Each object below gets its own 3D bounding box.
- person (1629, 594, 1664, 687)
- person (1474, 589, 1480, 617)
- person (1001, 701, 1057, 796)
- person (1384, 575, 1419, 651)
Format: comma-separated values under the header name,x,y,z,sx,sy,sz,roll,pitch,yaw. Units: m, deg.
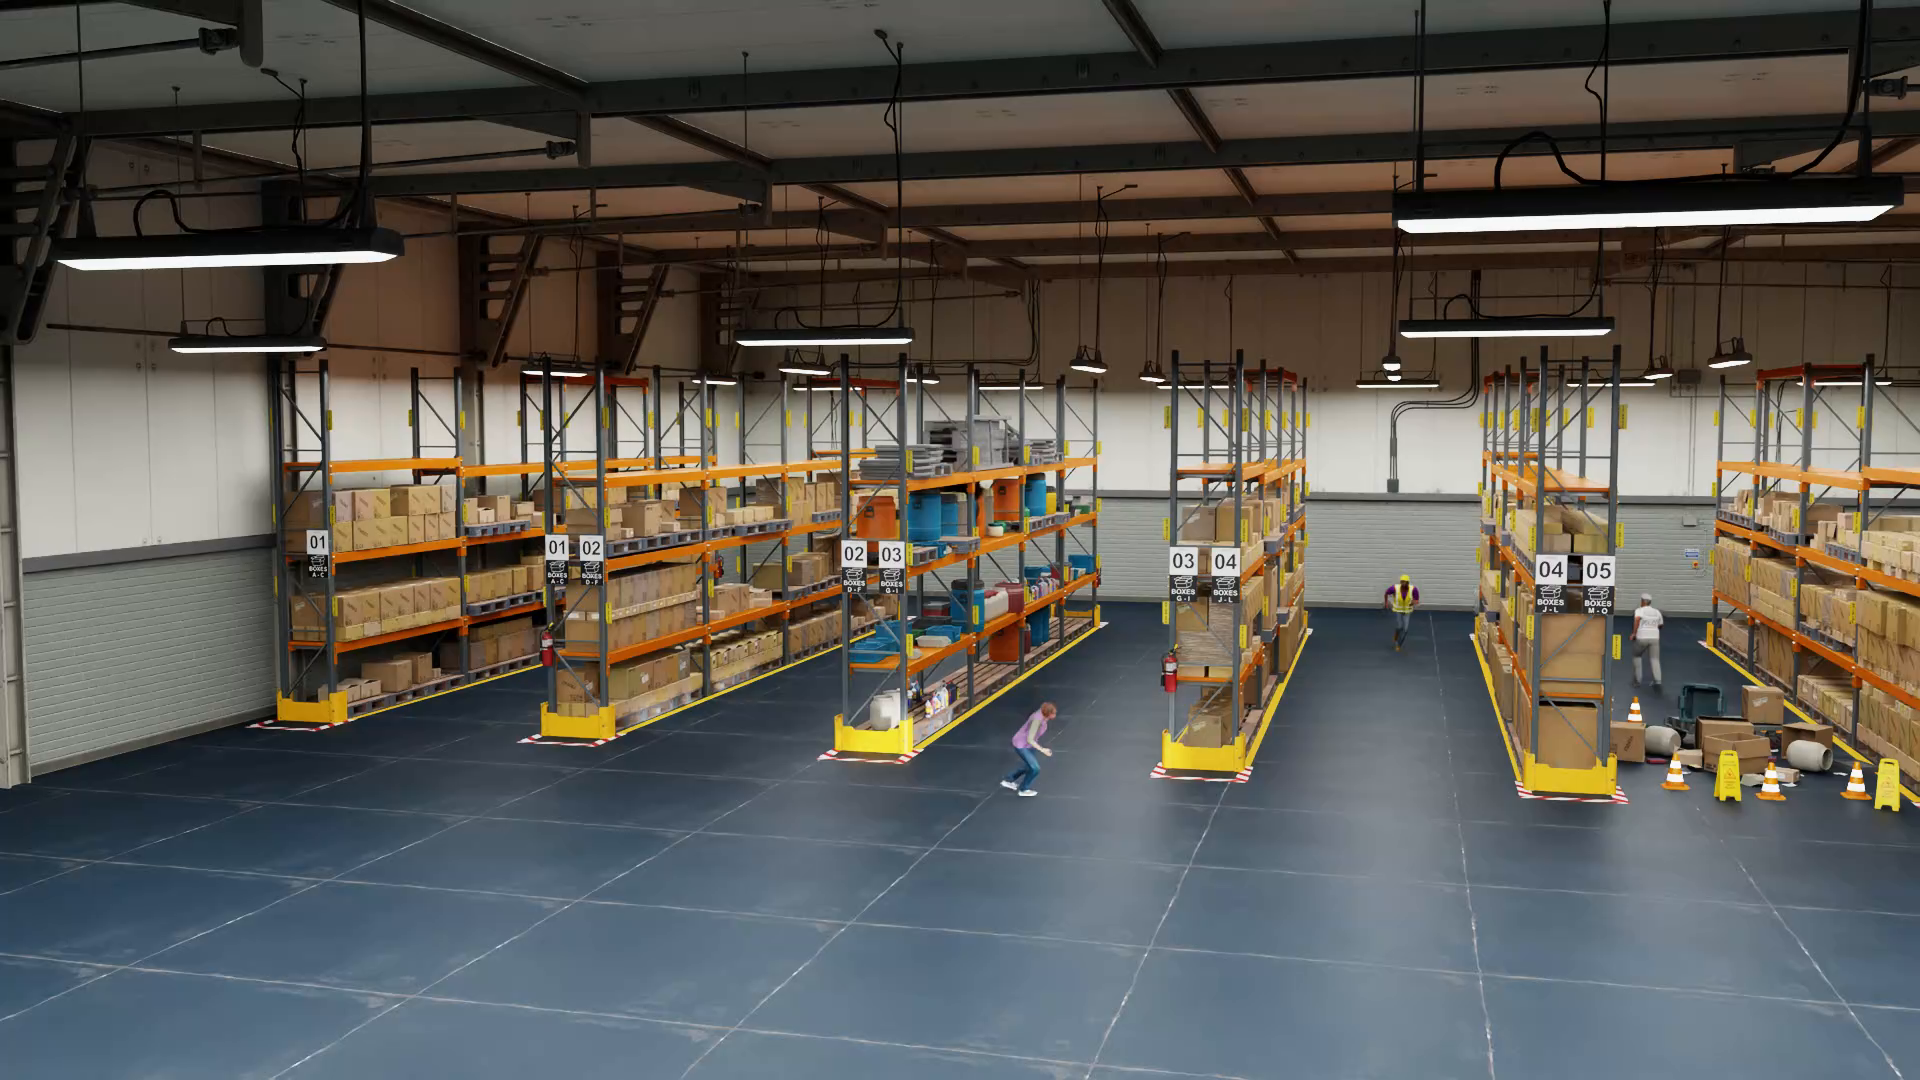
name,x,y,z,sx,sy,sz,roll,pitch,yaw
person,12.862,1.905,31.121,0.666,1.750,1.001,0,4,5
person,12.369,1.379,39.005,0.634,1.681,0.618,1,4,8
person,0.913,2.756,22.024,0.885,1.327,0.543,2,5,25
person,9.572,1.582,35.970,0.675,1.682,0.714,0,4,0
